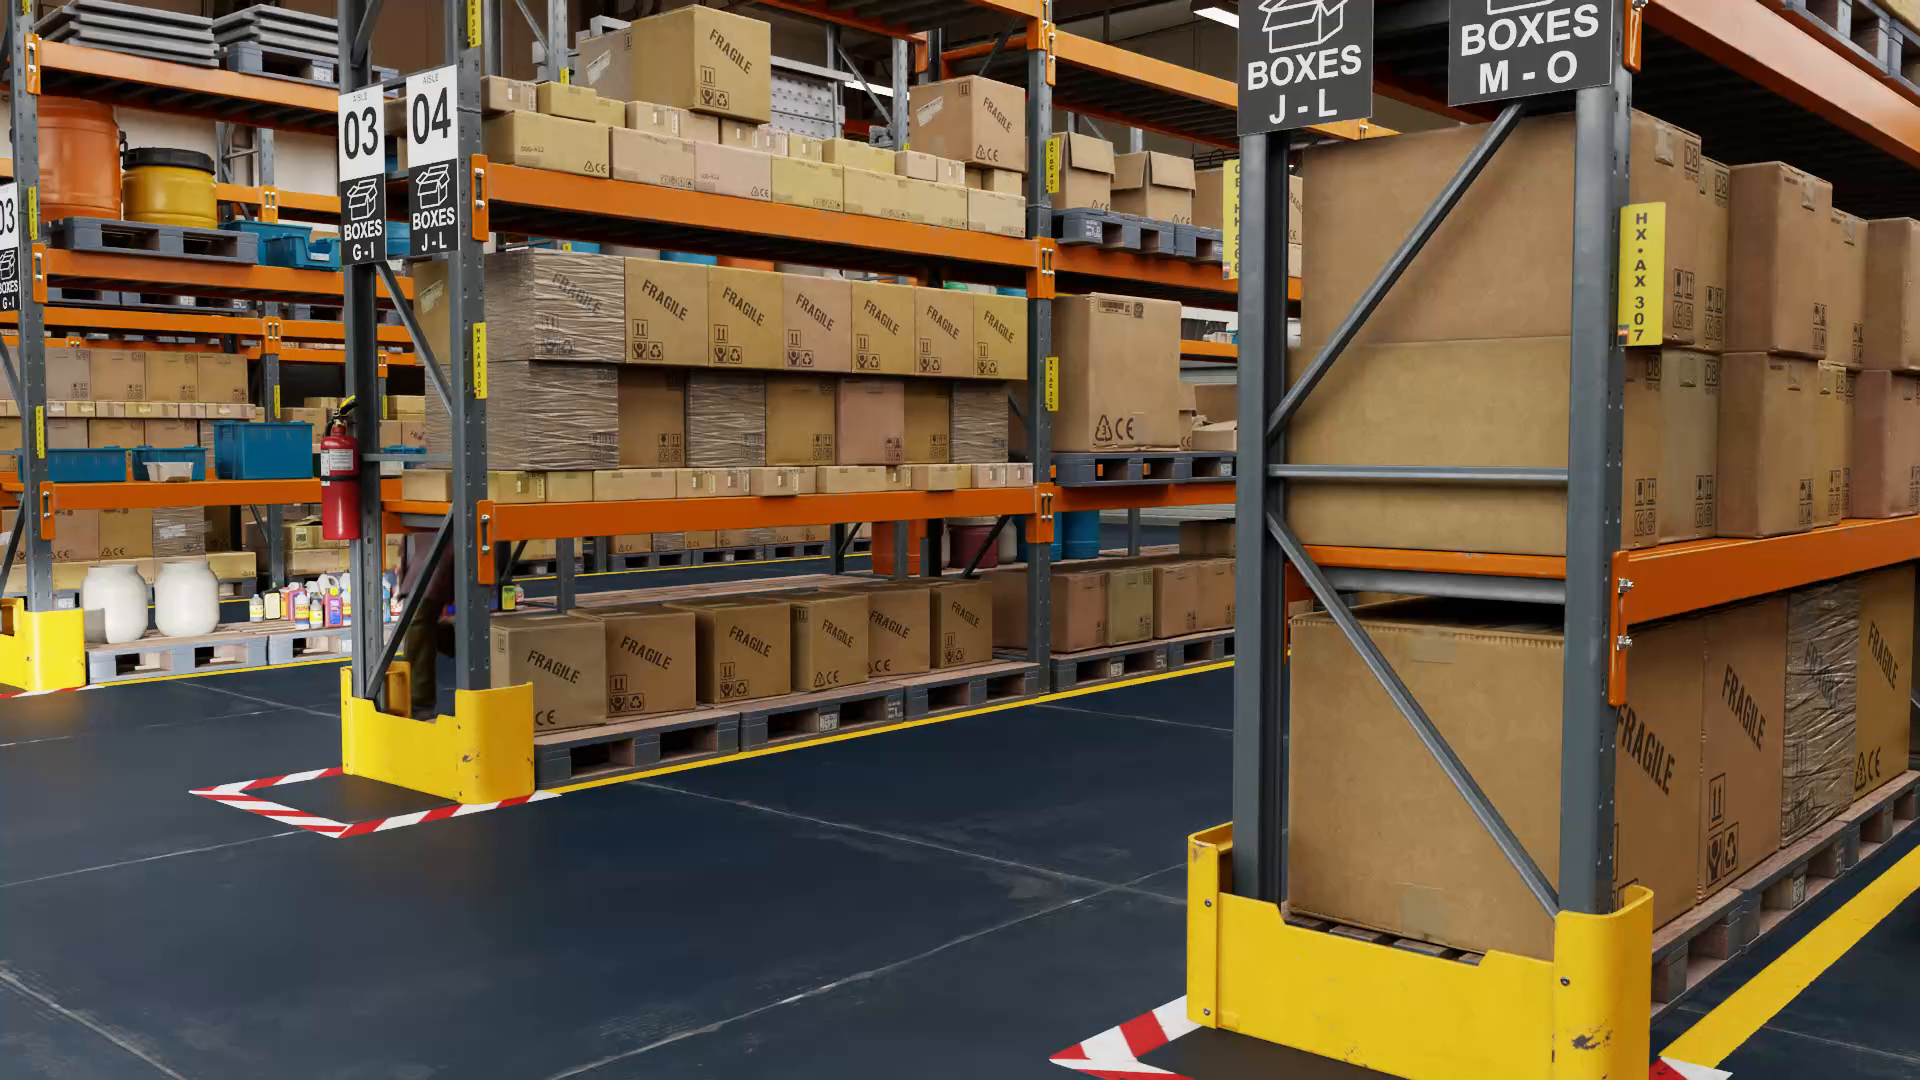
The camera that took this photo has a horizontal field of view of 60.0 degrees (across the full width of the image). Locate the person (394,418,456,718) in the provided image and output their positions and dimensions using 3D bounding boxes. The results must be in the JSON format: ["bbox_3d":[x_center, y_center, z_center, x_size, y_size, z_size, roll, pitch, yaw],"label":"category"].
[{"bbox_3d":[-2.992,0.122,9.576,0.574,1.748,0.932,3,5,44],"label":"person"}]
